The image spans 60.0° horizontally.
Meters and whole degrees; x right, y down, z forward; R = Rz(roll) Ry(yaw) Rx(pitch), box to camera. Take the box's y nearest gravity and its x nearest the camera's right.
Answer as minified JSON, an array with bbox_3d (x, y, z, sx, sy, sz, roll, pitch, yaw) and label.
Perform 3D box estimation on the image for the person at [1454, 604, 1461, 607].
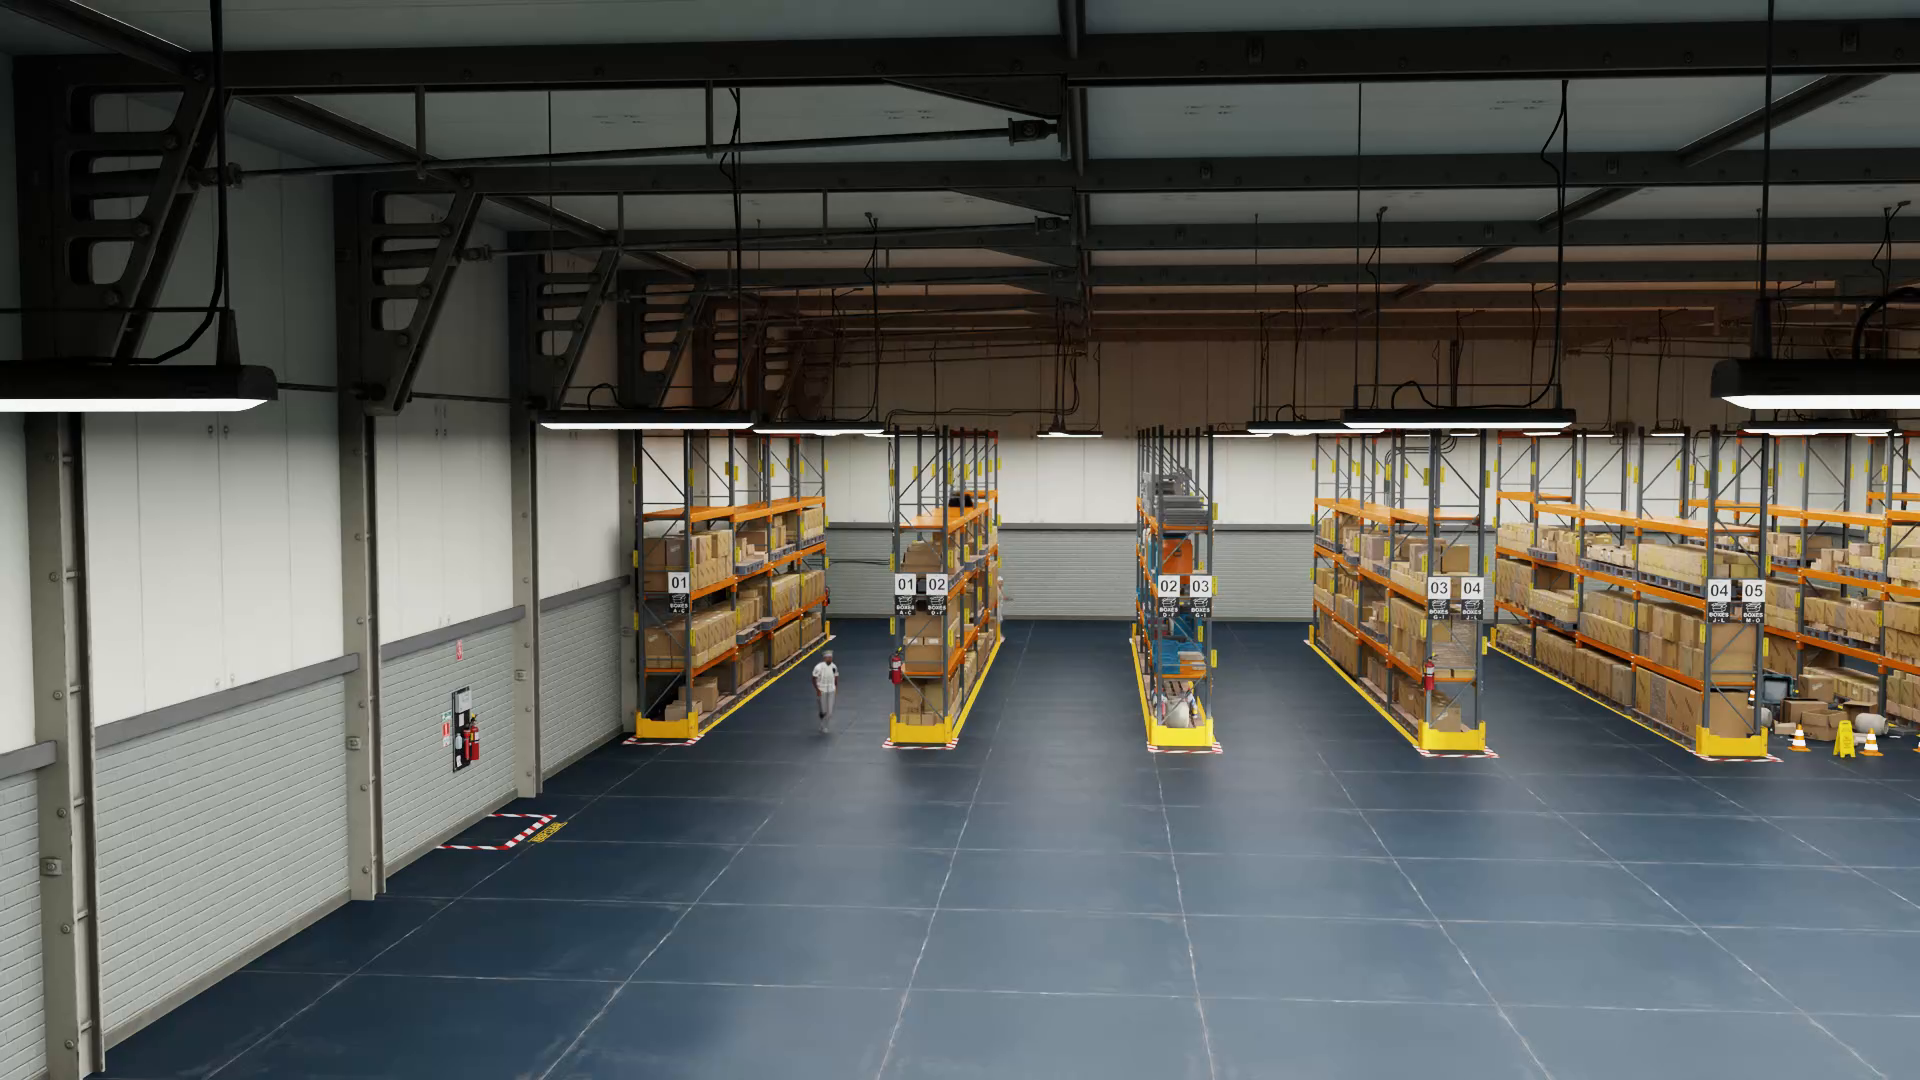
[{"bbox_3d":[13.487,2.187,44.215,0.625,1.784,0.689,0,3,3],"label":"person"}]

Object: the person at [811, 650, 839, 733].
[{"bbox_3d":[-2.651,2.955,32.667,0.573,1.636,0.533,-1,4,-21],"label":"person"}]

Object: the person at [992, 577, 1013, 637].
[{"bbox_3d":[1.057,1.949,48.454,0.931,1.755,0.664,2,4,31],"label":"person"}]
